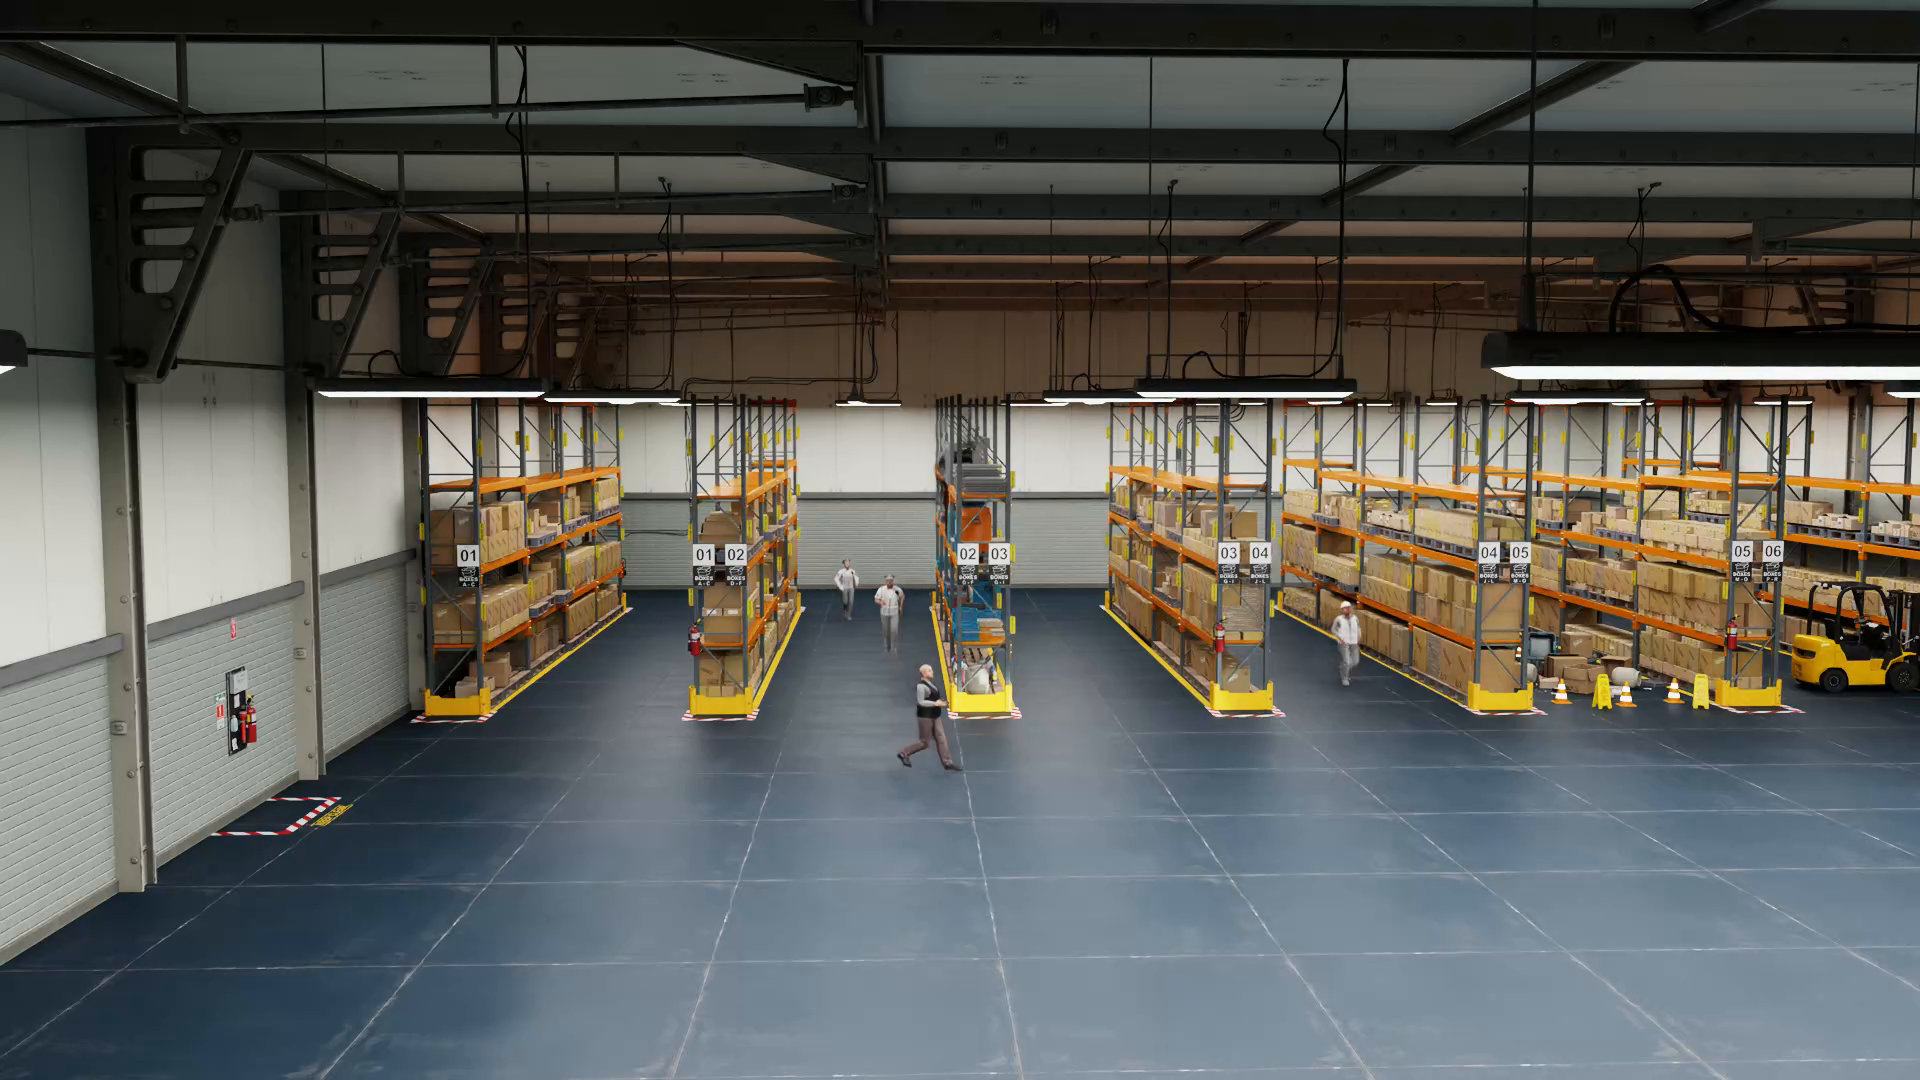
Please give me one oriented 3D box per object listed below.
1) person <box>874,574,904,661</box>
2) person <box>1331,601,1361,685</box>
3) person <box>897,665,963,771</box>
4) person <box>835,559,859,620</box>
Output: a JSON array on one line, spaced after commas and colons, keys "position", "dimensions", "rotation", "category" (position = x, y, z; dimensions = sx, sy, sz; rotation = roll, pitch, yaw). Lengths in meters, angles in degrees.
[{"position": [-1.567, 1.684, 36.759], "dimensions": [0.645, 1.896, 0.770], "rotation": [0, 4, 0], "category": "person"}, {"position": [8.063, 2.142, 34.598], "dimensions": [0.666, 1.737, 0.528], "rotation": [-1, 5, -11], "category": "person"}, {"position": [-0.467, 2.791, 26.119], "dimensions": [1.054, 1.681, 0.672], "rotation": [2, 5, 19], "category": "person"}, {"position": [-3.055, 1.340, 45.349], "dimensions": [0.658, 1.677, 0.579], "rotation": [-2, 5, -22], "category": "person"}]
